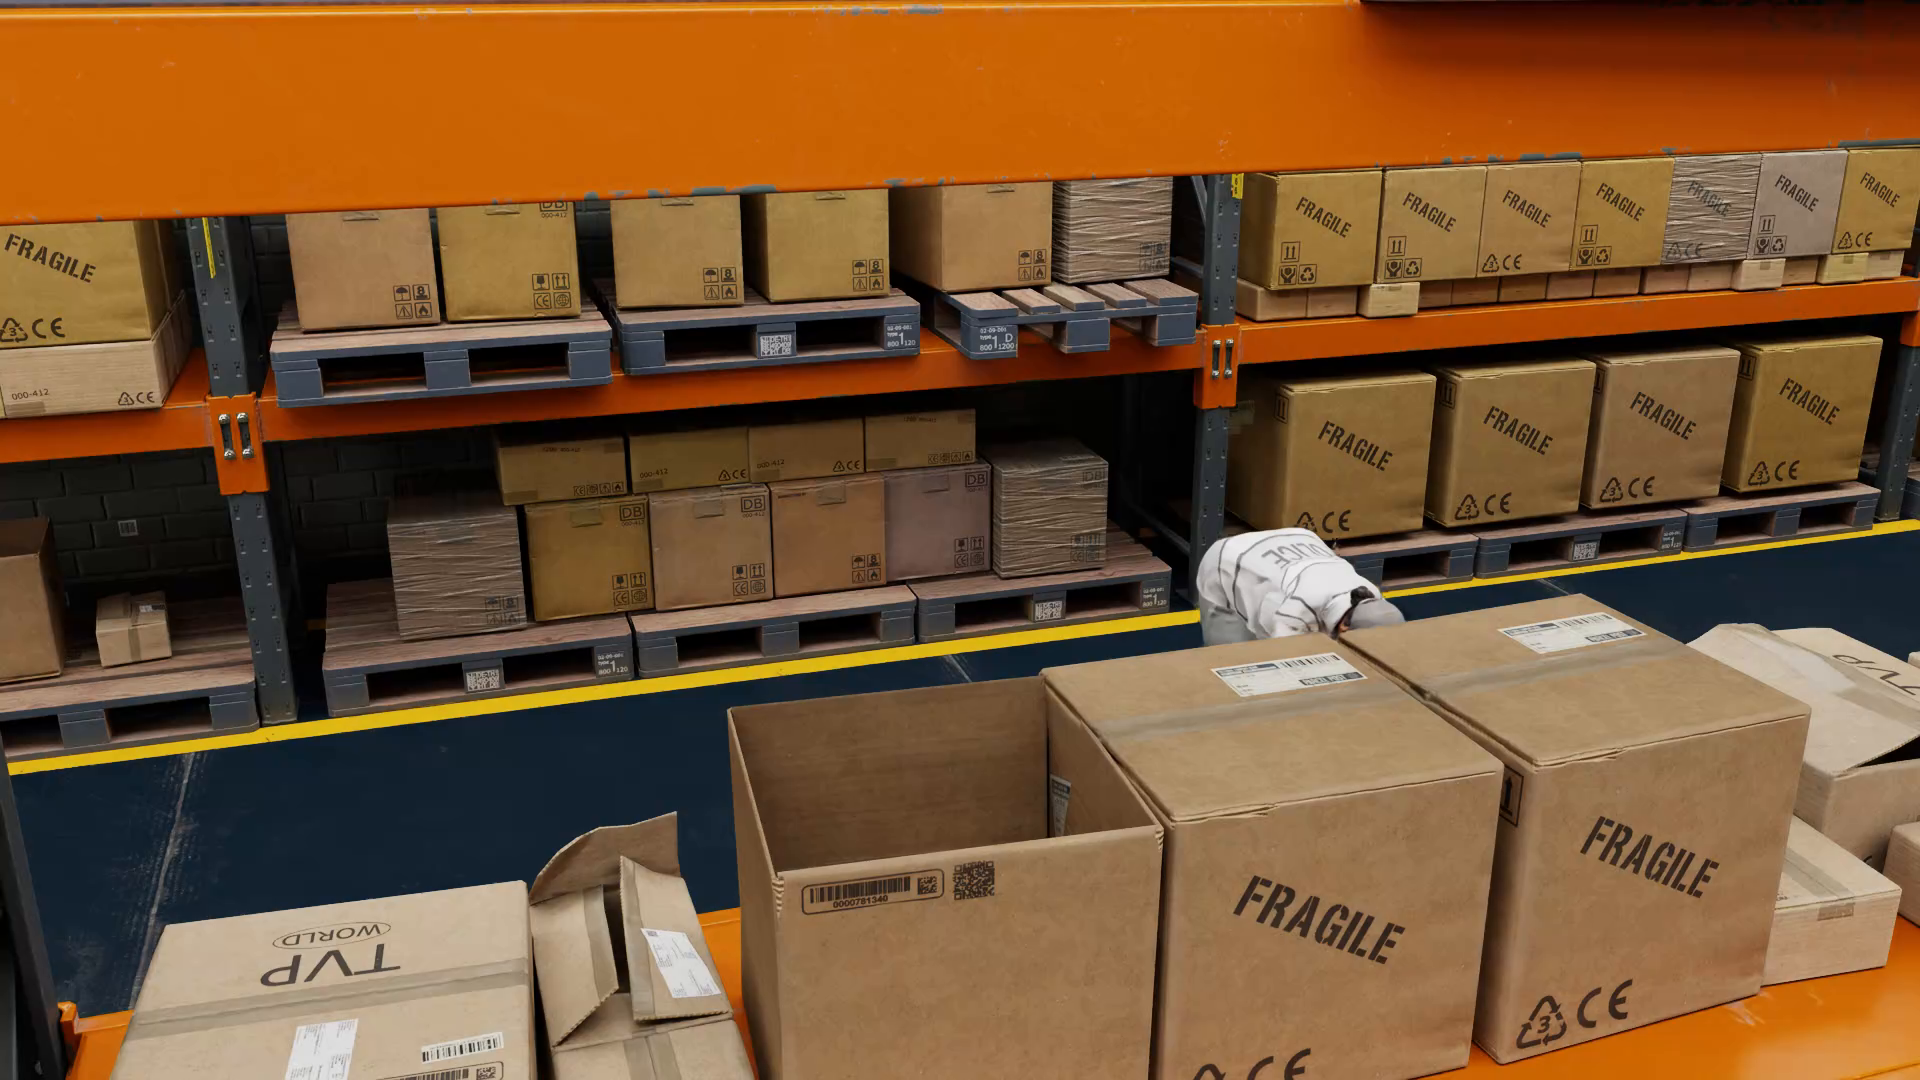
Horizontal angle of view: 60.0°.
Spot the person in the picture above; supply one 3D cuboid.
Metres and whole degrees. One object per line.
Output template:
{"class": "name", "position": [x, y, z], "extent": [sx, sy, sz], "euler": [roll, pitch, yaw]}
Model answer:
{"class": "person", "position": [1.122, 0.535, 5.466], "extent": [0.478, 1.058, 0.952], "euler": [-7, 21, -19]}
